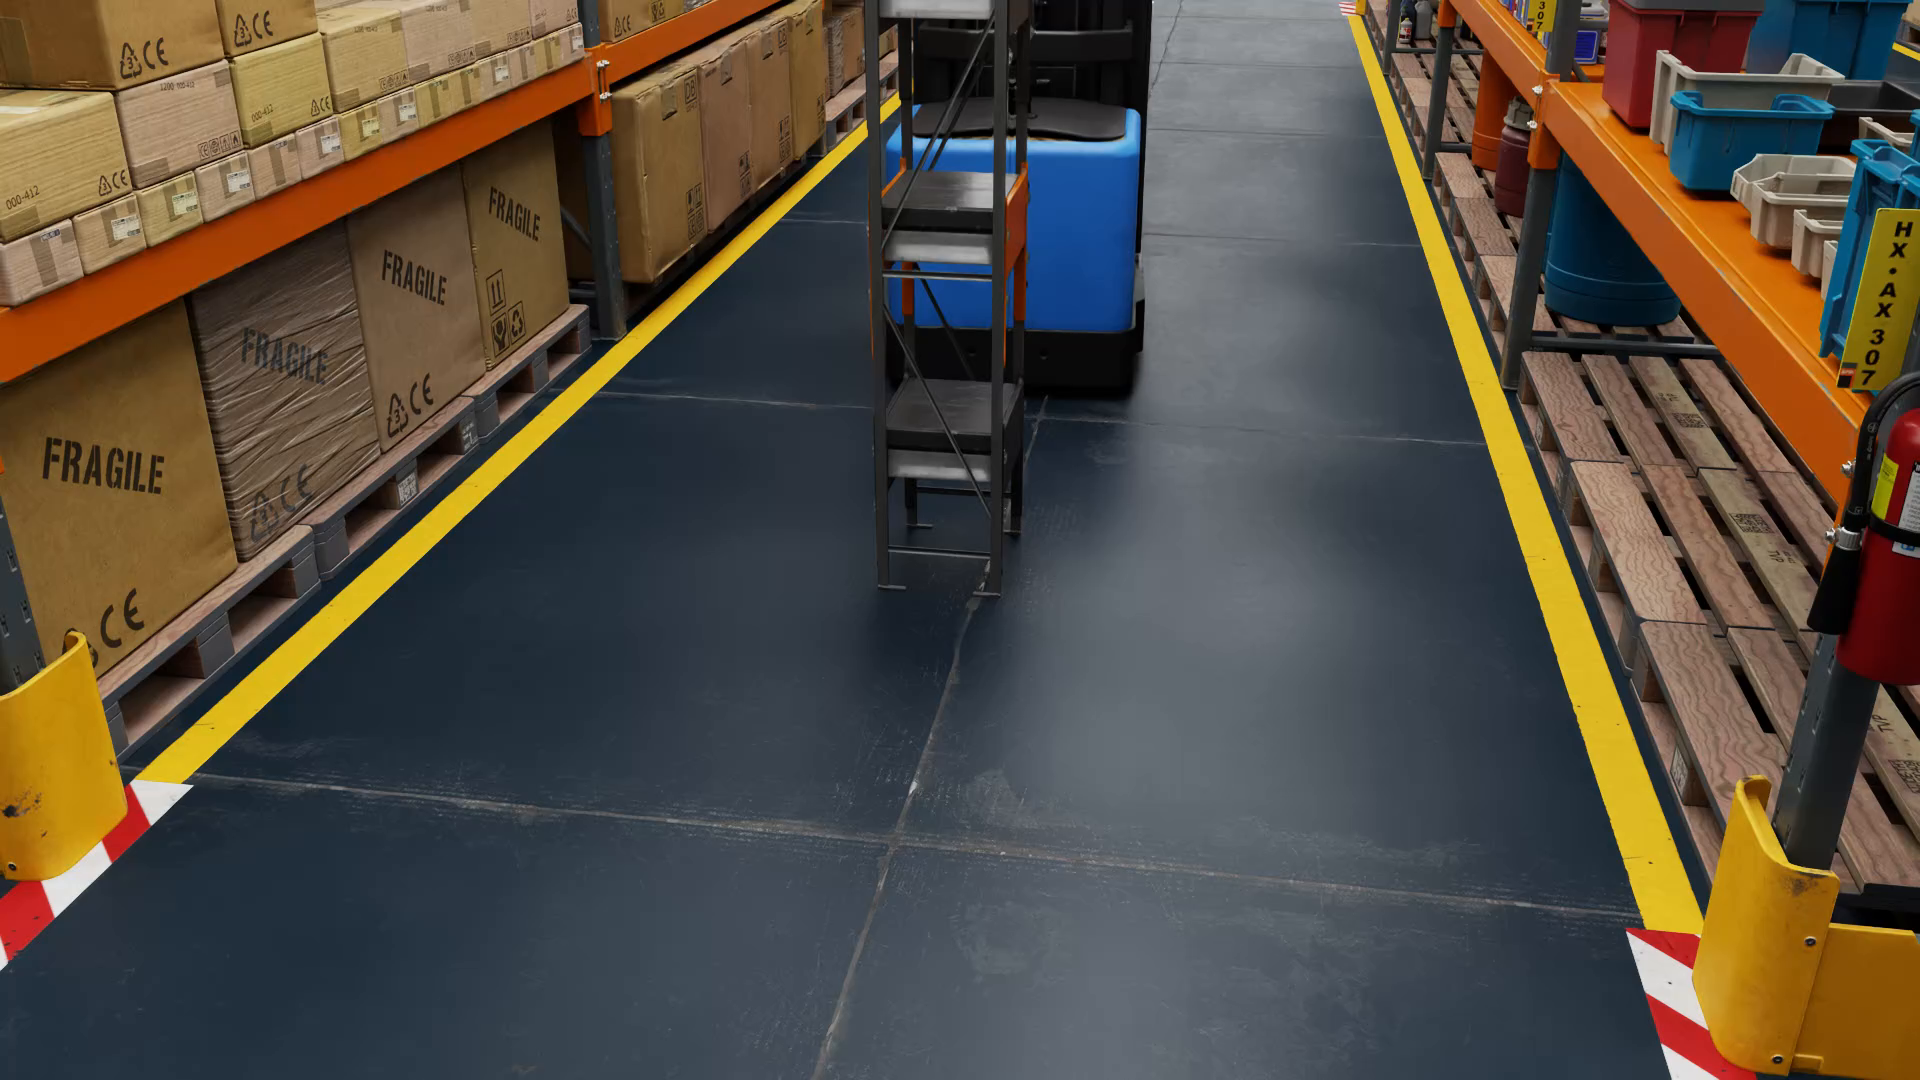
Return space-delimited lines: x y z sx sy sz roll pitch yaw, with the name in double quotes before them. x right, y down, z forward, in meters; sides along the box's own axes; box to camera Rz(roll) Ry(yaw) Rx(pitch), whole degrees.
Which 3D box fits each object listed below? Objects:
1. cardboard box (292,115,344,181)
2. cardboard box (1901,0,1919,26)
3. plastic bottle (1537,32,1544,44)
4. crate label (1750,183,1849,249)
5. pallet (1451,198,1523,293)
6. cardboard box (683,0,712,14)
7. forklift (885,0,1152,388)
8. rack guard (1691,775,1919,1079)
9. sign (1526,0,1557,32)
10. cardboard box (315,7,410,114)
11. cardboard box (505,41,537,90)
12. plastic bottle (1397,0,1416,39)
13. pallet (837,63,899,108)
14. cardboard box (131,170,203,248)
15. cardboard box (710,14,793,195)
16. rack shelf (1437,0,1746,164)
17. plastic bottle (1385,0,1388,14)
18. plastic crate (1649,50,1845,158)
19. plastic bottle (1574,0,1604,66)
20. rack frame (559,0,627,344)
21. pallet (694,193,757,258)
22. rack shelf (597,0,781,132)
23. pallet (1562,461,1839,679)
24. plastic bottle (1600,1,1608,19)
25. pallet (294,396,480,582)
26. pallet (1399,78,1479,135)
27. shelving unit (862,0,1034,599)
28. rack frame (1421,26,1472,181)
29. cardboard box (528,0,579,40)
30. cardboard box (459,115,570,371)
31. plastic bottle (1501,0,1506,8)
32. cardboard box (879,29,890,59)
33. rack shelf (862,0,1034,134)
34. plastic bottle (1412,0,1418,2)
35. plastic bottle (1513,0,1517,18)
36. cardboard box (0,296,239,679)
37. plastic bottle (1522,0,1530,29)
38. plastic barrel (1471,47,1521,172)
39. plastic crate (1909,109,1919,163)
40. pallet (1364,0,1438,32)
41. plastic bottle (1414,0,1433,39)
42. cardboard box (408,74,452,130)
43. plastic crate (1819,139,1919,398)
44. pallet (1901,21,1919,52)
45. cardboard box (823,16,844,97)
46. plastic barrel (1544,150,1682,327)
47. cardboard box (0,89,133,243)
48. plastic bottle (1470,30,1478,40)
"cardboard box" -2.127 -1.205 5.082 0.380 0.149 0.250 4 25 8
"cardboard box" 9.201 -4.977 15.592 0.500 0.250 0.500 4 25 9
"plastic bottle" 2.649 -2.370 7.333 0.144 0.351 0.185 4 25 9
"crate label" 2.205 -0.812 4.186 0.396 0.136 0.243 4 25 9
"pallet" 3.186 -1.554 8.820 1.003 0.211 1.213 4 25 9
"cardboard box" -1.580 -2.968 8.435 0.500 0.500 0.500 3 25 7
"forklift" 0.352 -2.554 7.748 1.130 2.935 3.031 2 25 5
"rack guard" 2.177 0.831 3.385 1.175 0.500 0.348 4 25 9
"sign" 2.279 -2.149 6.477 0.100 0.325 0.005 4 25 9
"cardboard box" -2.130 -1.550 5.350 0.500 0.250 0.500 4 25 7
"cardboard box" -1.875 -1.849 6.459 0.380 0.149 0.250 4 25 8
"plastic bottle" 3.950 -4.620 14.687 0.144 0.351 0.185 3 25 7
"pallet" -1.080 -3.574 13.136 1.003 0.211 1.213 4 25 9
"cardboard box" -2.253 -0.882 4.391 0.380 0.149 0.250 3 25 7
"cardboard box" -1.698 -2.570 9.712 1.225 0.875 0.875 4 25 9
"rack shelf" 3.148 -2.496 8.392 1.077 0.370 4.000 4 25 9
"plastic bottle" 4.179 -5.231 16.086 0.097 0.271 0.097 0 25 0
"plastic crate" 2.390 -1.333 5.128 0.437 0.282 0.530 4 25 9
"plastic bottle" 2.567 -2.116 6.879 0.152 0.276 0.135 4 25 9
"rack frame" -2.065 -2.328 7.186 1.000 3.000 0.127 4 25 9
"pallet" -1.816 -1.905 9.571 1.003 0.211 1.213 4 25 9
"rack shelf" -1.738 -2.839 9.125 1.077 0.370 4.000 4 25 9
"pallet" 2.543 0.100 5.288 1.003 0.211 1.213 4 25 9
"plastic bottle" 2.753 -2.234 7.219 0.097 0.201 0.097 0 25 0
"pallet" -2.463 -0.241 6.016 1.003 0.211 1.213 4 25 9
"pallet" 3.842 -3.225 12.391 1.003 0.211 1.213 4 25 9
"shelving unit" -0.027 -0.882 5.157 0.431 2.100 0.503 4 25 9
"rack frame" 3.475 -3.658 10.027 1.000 3.000 0.127 4 25 9
"cardboard box" -1.878 -2.192 6.721 0.500 0.250 0.500 4 25 8
"cardboard box" -2.252 -1.286 6.969 0.875 0.875 0.875 4 25 9
"plastic bottle" 2.859 -2.863 8.475 0.152 0.276 0.135 4 25 9
"cardboard box" -0.976 -4.288 13.802 0.700 0.500 0.500 4 25 8
"rack shelf" -0.027 -1.503 4.866 0.431 0.518 0.480 4 25 9
"plastic bottle" 4.170 -4.865 15.291 0.061 0.283 0.133 4 25 9
"plastic bottle" 2.761 -2.650 8.107 0.097 0.201 0.097 0 25 0
"cardboard box" -2.693 -0.156 4.557 0.875 0.875 0.875 4 25 9
"plastic bottle" 2.731 -2.536 7.776 0.152 0.276 0.135 4 25 9
"plastic barrel" 3.412 -2.659 9.958 0.600 0.830 0.708 4 25 9
"plastic crate" 2.797 -1.020 4.518 0.416 0.233 0.300 4 25 9
"pallet" 4.679 -5.366 16.966 1.003 0.211 1.213 4 25 9
"plastic bottle" 4.092 -4.610 14.666 0.144 0.351 0.185 4 25 9
"cardboard box" -2.001 -1.527 5.770 0.380 0.149 0.250 4 25 8
"plastic crate" 2.038 -0.508 3.185 0.616 0.435 0.499 4 25 9
"pallet" 9.383 -4.565 15.253 1.003 0.211 1.213 4 25 9
"cardboard box" -1.243 -3.583 12.295 0.700 0.500 0.500 2 25 4
"plastic barrel" 2.927 -1.451 7.292 0.600 0.901 0.708 4 25 9
"cardboard box" -2.374 -0.904 3.969 0.500 0.250 0.500 3 25 7
"plastic bottle" 4.534 -4.547 14.611 0.061 0.283 0.133 4 25 9
